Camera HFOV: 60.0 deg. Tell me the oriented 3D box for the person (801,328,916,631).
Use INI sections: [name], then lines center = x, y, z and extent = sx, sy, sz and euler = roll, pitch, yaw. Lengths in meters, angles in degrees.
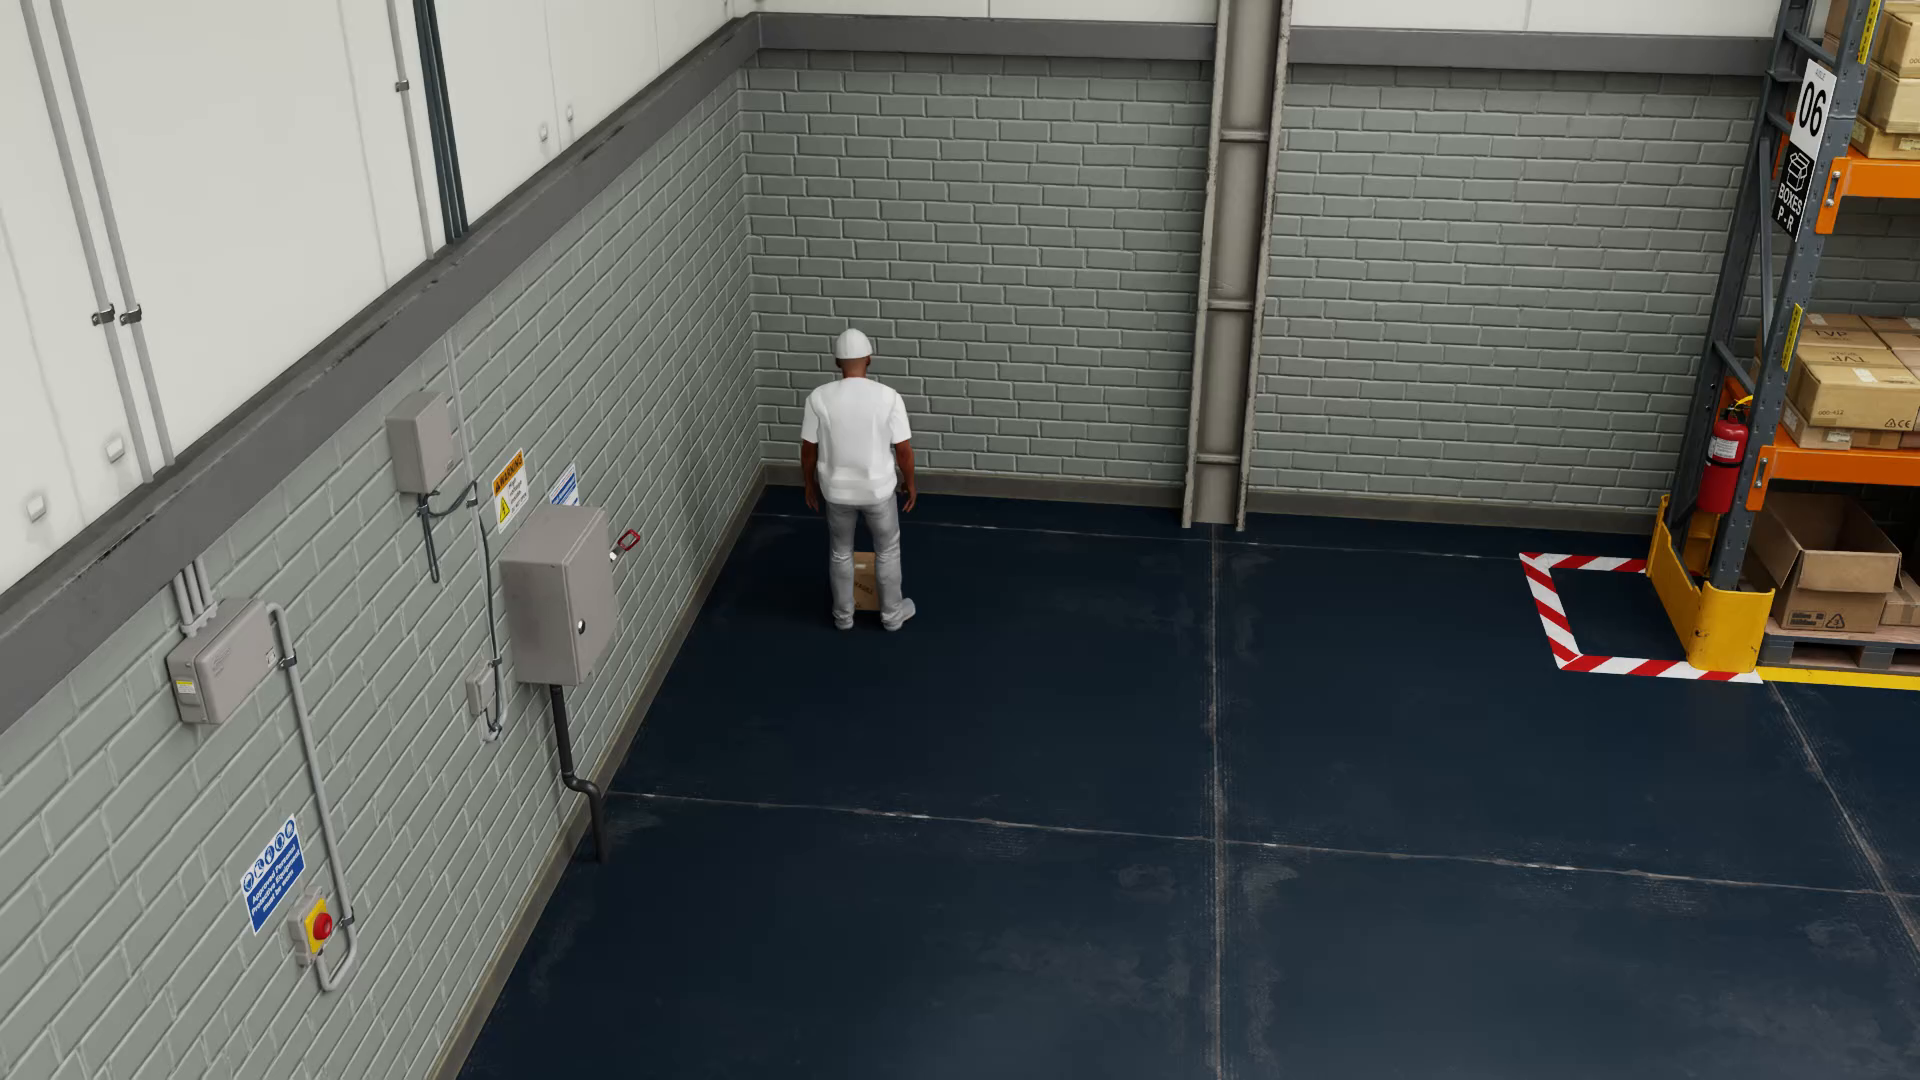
[person]
center = -0.554, -0.312, 9.187
extent = 0.625, 1.759, 0.463
euler = 2, 28, 4
